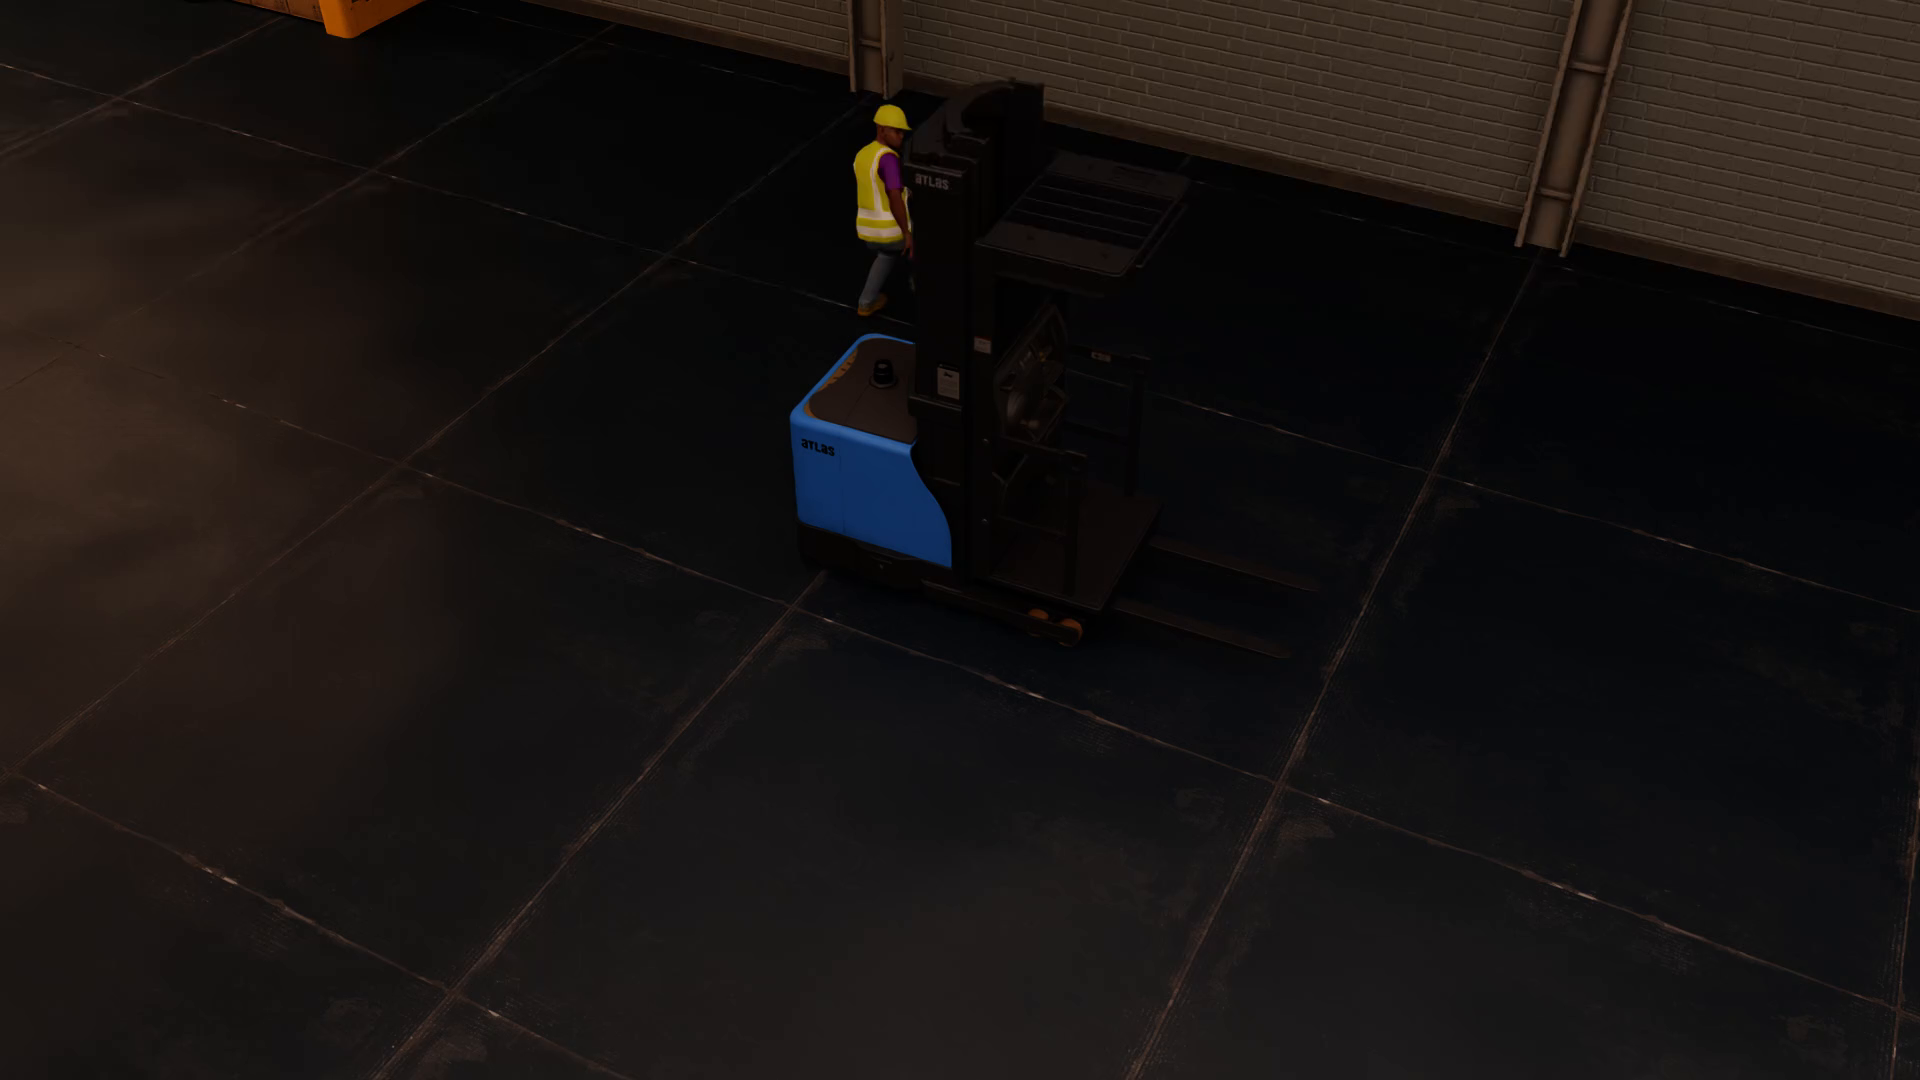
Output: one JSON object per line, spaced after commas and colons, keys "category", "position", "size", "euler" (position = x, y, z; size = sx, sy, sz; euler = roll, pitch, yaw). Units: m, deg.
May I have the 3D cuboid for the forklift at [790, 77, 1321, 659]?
{"category": "forklift", "position": [0.574, -0.900, 9.055], "size": [3.031, 2.935, 1.130], "euler": [16, 43, 19]}

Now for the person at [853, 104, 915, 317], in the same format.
{"category": "person", "position": [-0.403, -2.300, 11.807], "size": [0.807, 1.556, 0.797], "euler": [30, 48, 31]}
